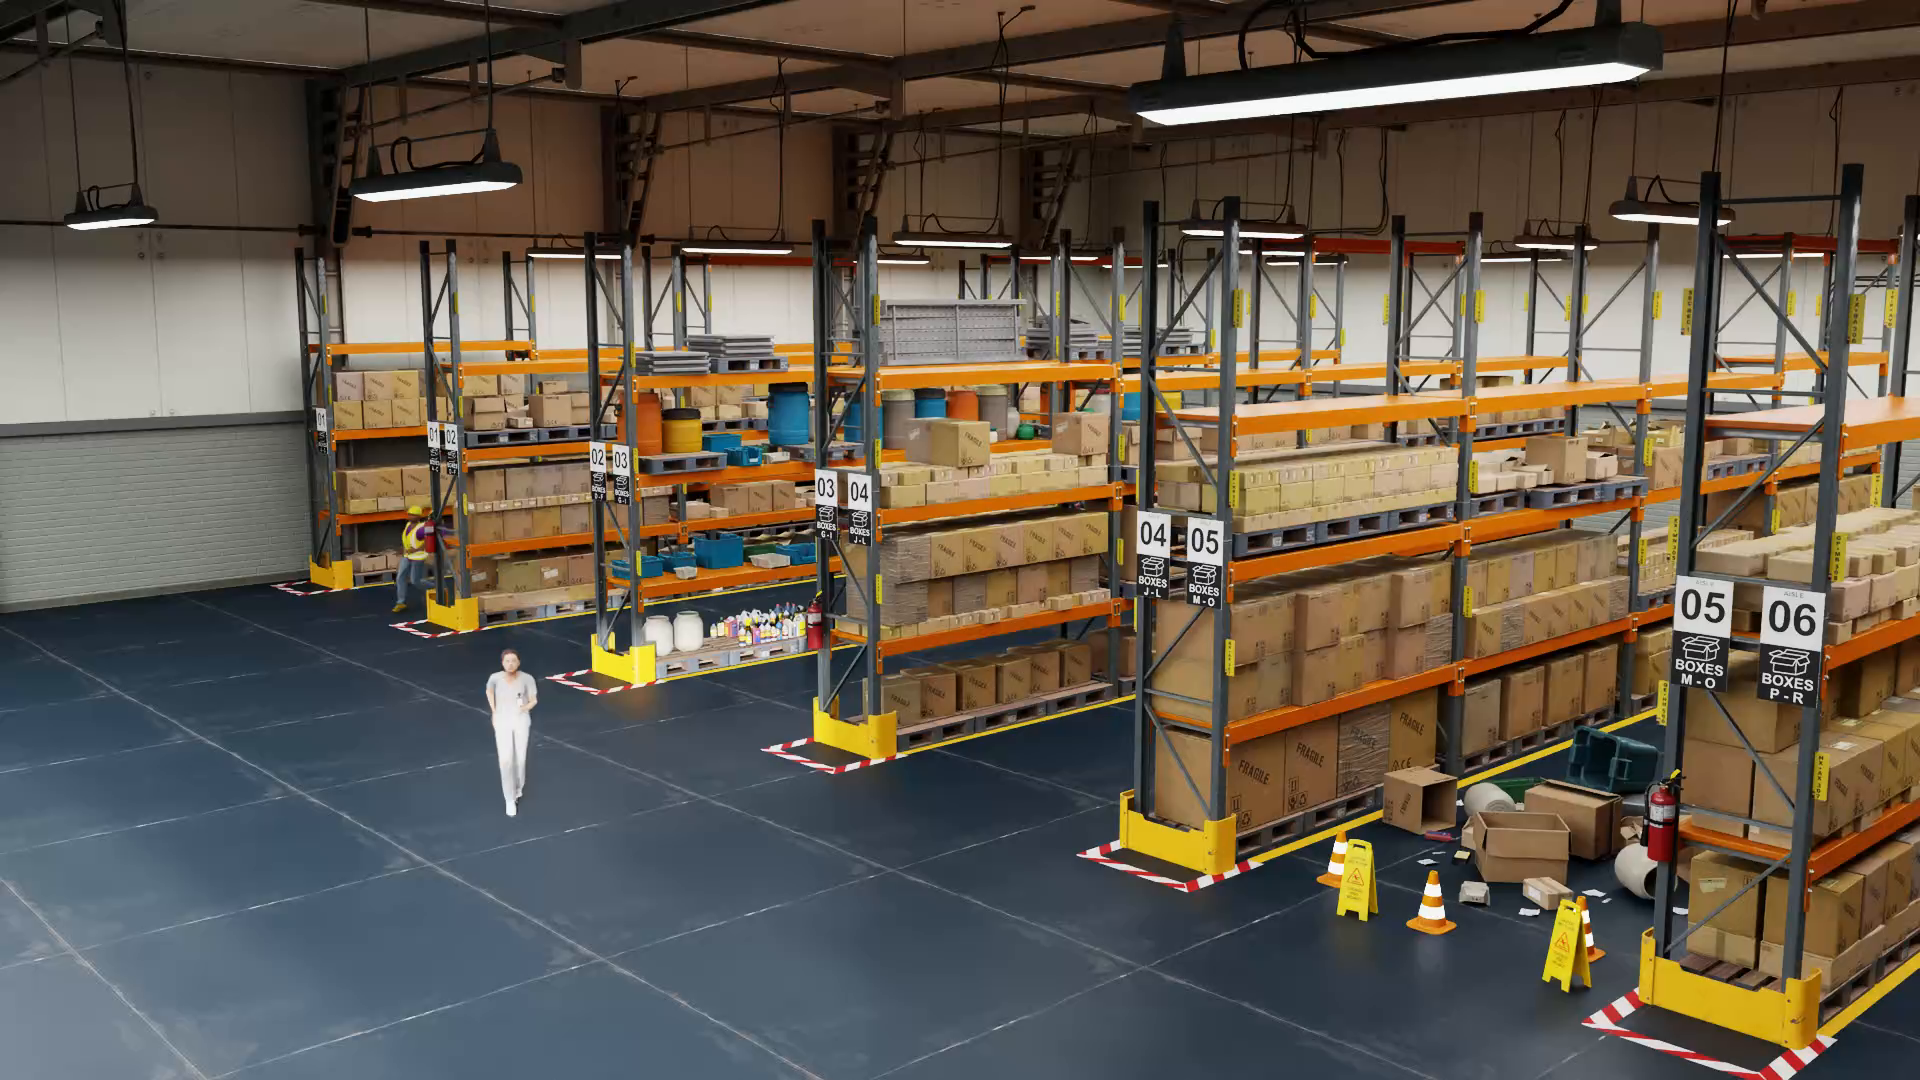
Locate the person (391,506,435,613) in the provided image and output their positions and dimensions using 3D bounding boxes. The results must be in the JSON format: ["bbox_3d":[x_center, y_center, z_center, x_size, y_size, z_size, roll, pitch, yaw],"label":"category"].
[{"bbox_3d":[-8.963,0.303,27.463,0.738,1.765,0.877,6,10,36],"label":"person"}]

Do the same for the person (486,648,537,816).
[{"bbox_3d":[-4.512,1.909,16.801,0.480,1.699,0.817,-3,9,-19],"label":"person"}]

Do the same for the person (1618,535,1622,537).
[{"bbox_3d":[9.850,0.723,24.792,0.702,1.618,0.616,-8,12,-43],"label":"person"}]
